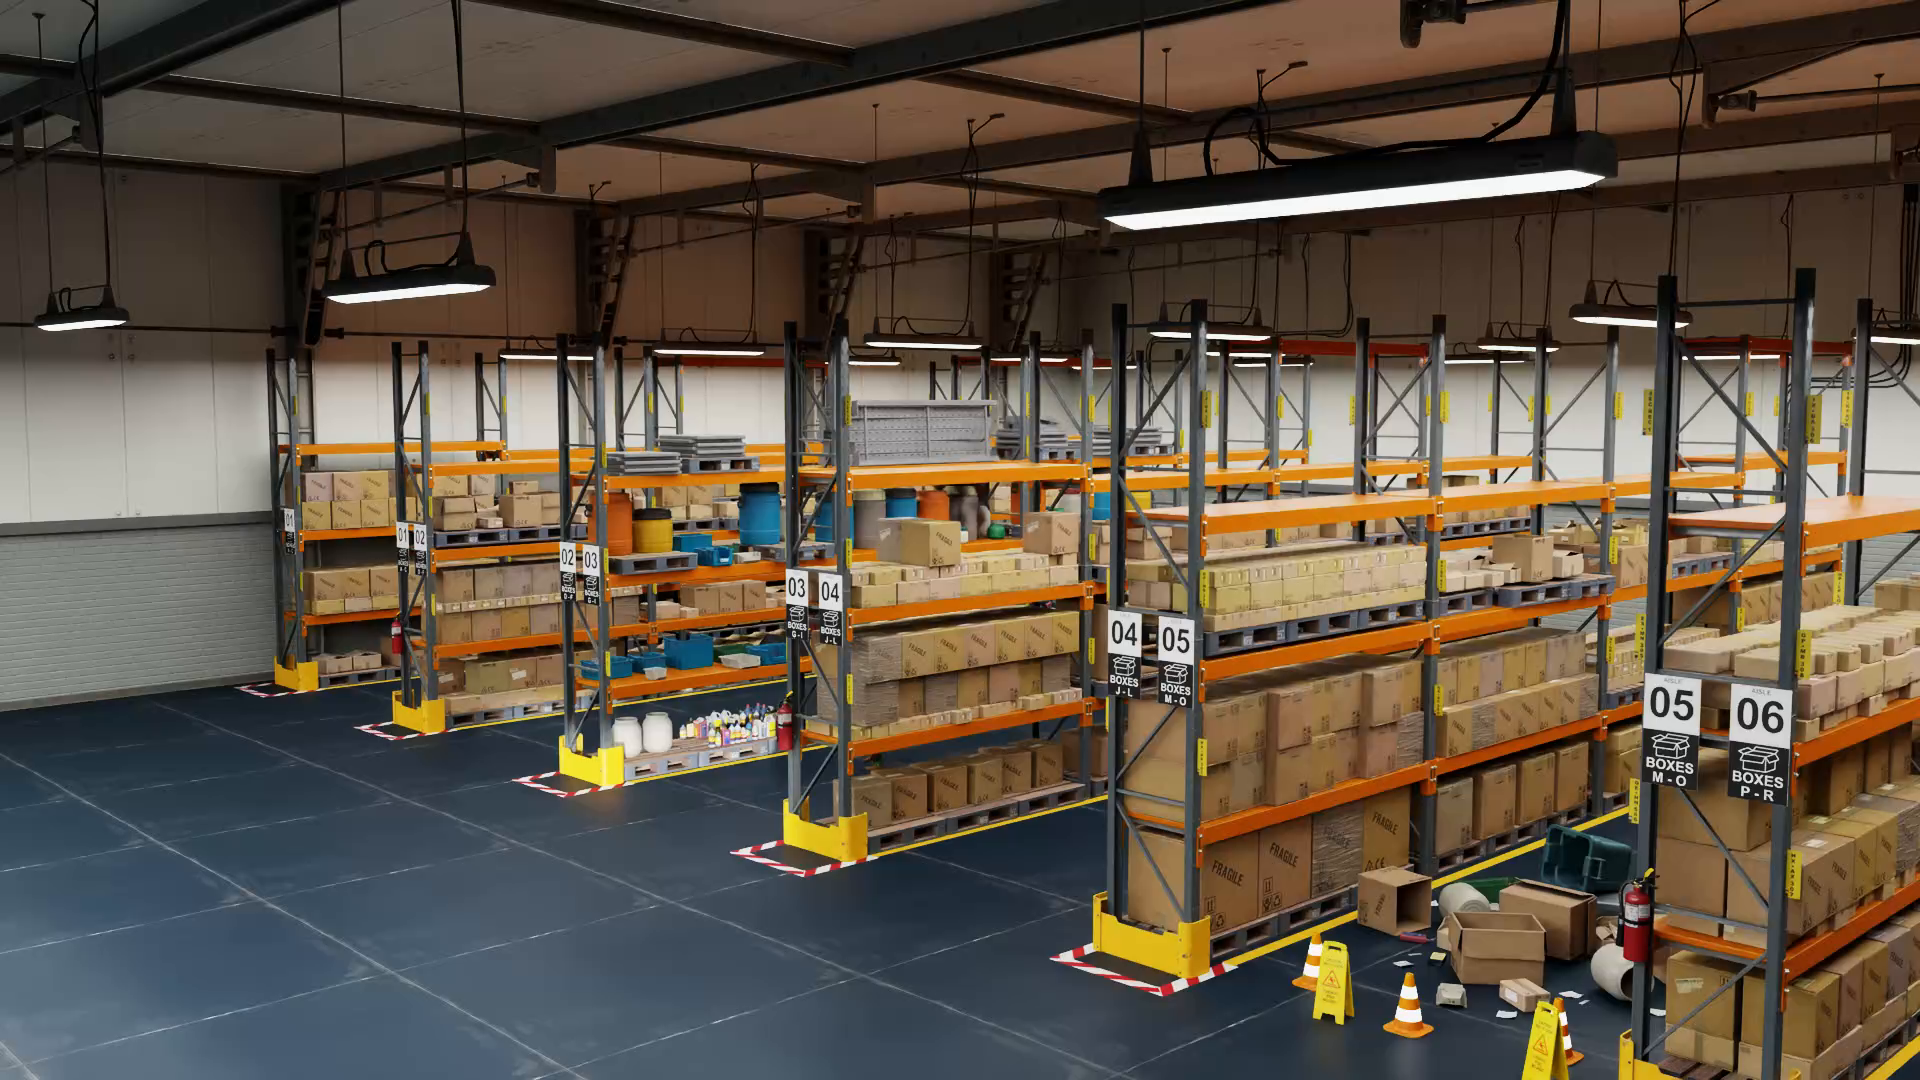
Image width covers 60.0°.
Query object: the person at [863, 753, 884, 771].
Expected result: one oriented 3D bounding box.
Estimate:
[{"bbox_3d":[-1.263,2.338,22.767,0.688,1.678,0.679,-4,6,-39],"label":"person"}]
